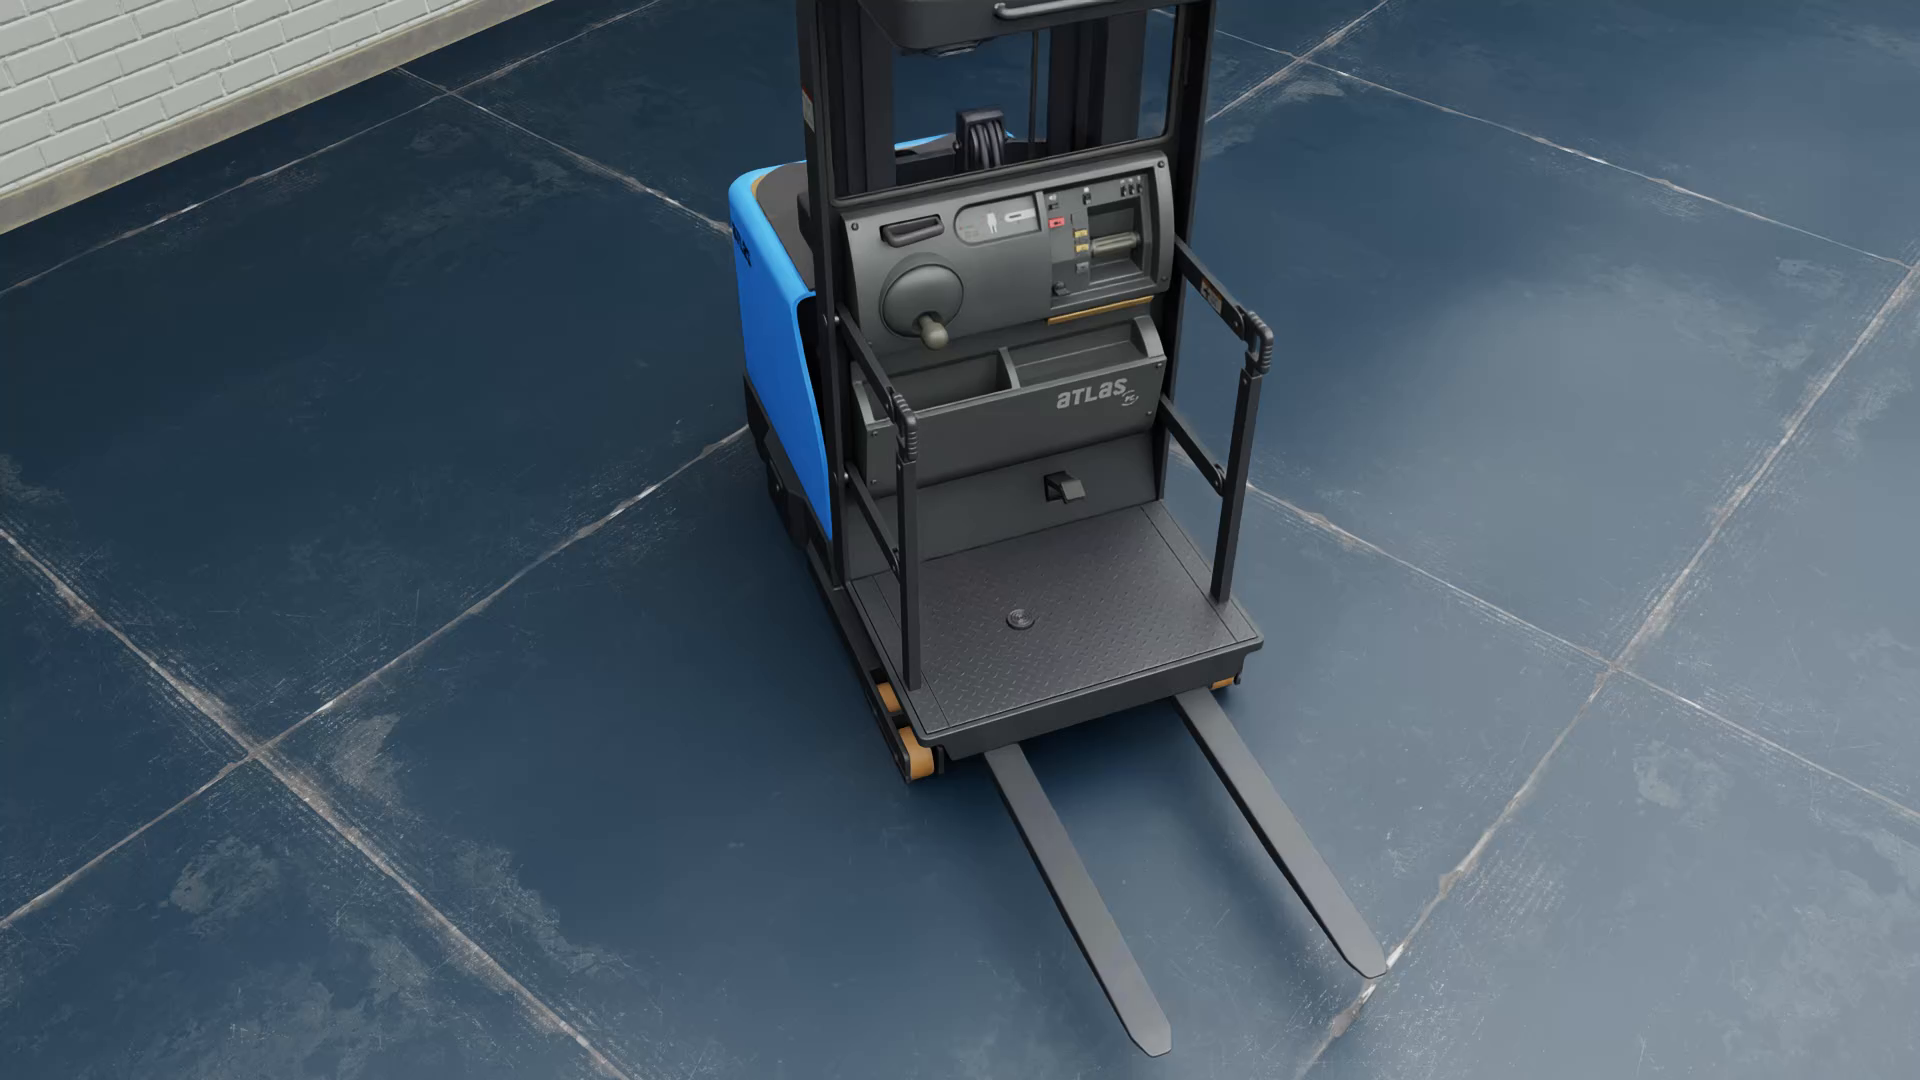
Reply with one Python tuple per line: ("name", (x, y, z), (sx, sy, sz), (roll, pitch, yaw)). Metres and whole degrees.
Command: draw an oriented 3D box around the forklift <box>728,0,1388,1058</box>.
("forklift", (0.226, -0.693, 4.333), (1.130, 2.935, 3.031), (-15, 44, -16))
